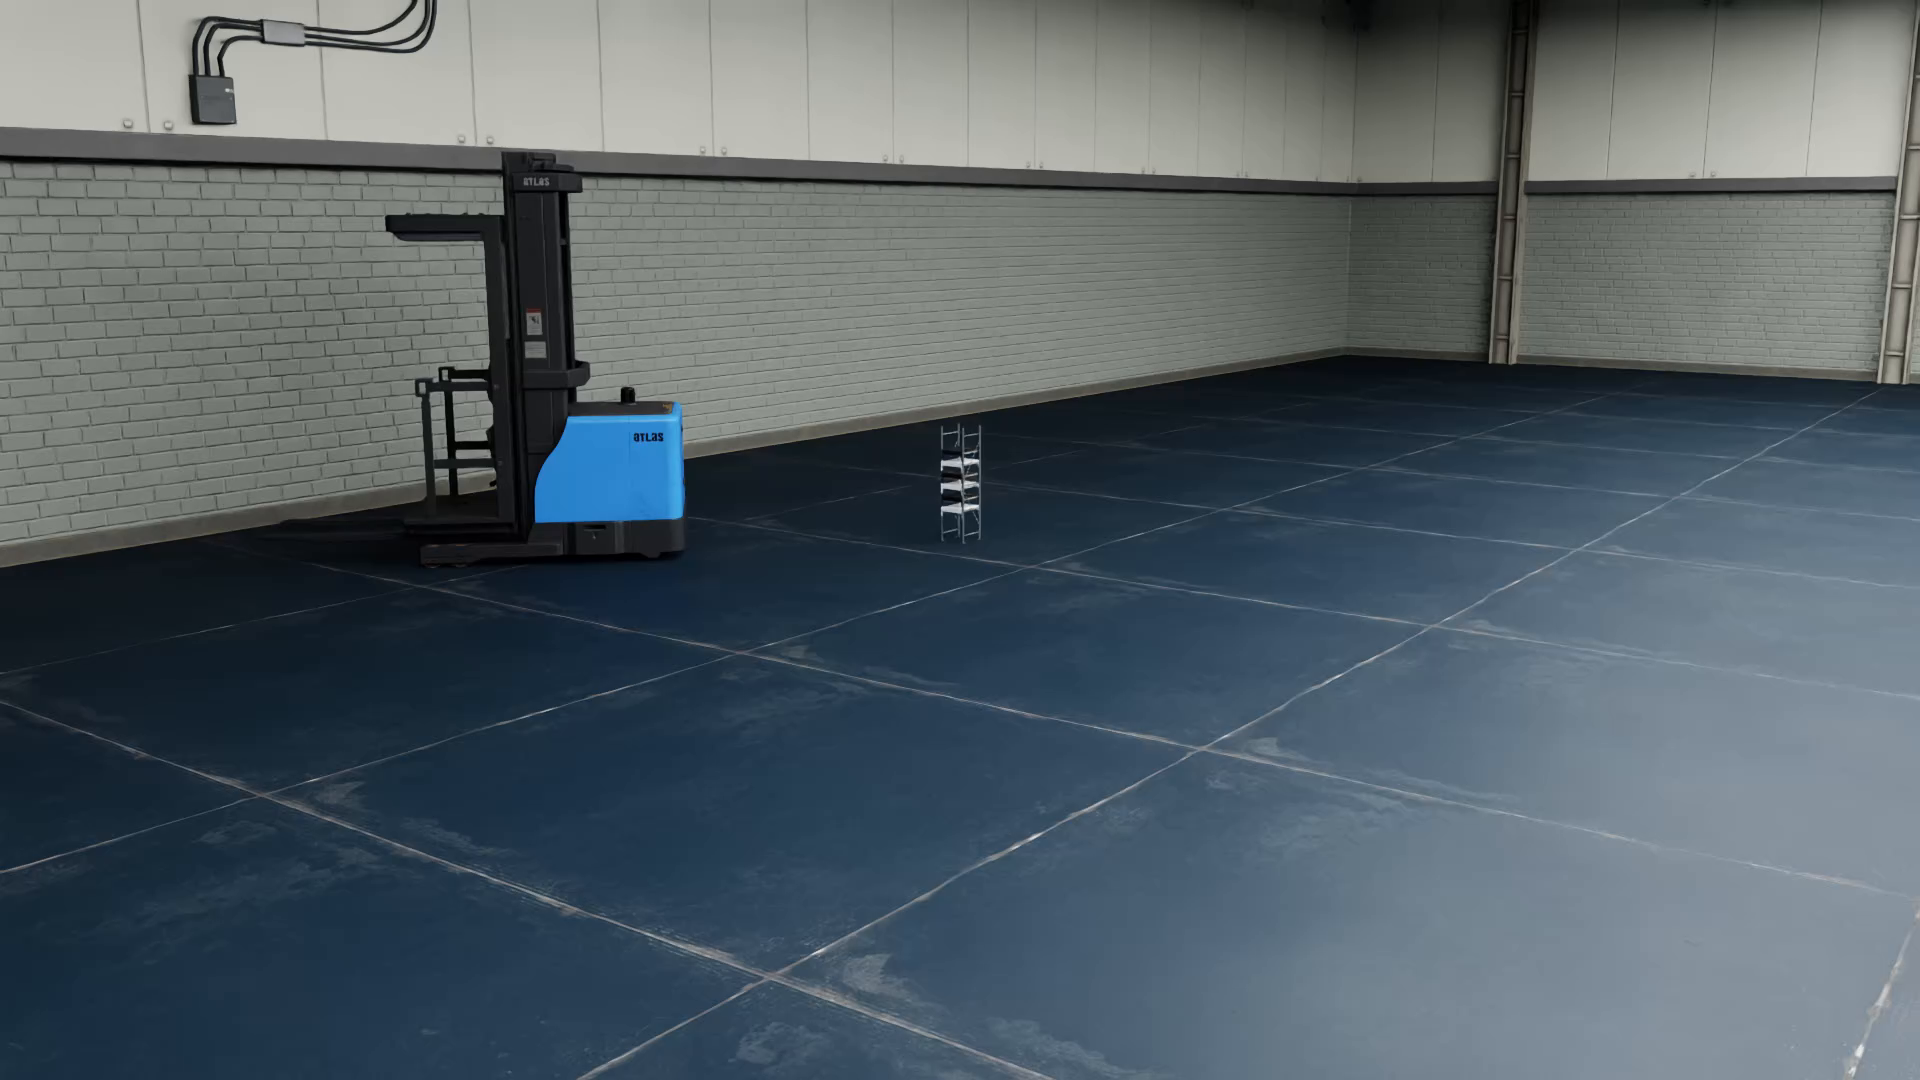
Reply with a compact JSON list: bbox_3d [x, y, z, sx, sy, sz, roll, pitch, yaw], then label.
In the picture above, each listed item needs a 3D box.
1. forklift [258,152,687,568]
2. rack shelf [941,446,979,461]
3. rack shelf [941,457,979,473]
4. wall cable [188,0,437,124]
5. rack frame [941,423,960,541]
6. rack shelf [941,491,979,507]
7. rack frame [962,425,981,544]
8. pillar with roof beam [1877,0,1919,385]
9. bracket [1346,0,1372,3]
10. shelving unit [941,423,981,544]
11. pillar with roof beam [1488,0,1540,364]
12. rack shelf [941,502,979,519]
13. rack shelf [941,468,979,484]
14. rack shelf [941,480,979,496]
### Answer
[{"bbox_3d":[-3.595,-1.343,12.255,3.031,2.935,1.130,-2,11,-8],"label":"forklift"},{"bbox_3d":[0.007,-0.673,12.895,0.200,0.077,0.258,8,13,36],"label":"rack shelf"},{"bbox_3d":[0.007,-0.585,12.912,0.200,0.077,0.258,8,13,36],"label":"rack shelf"},{"bbox_3d":[-5.167,-6.328,13.092,0.169,6.003,2.305,8,13,36],"label":"wall cable"},{"bbox_3d":[-0.075,-0.452,12.999,0.006,0.900,0.240,8,13,36],"label":"rack frame"},{"bbox_3d":[0.007,-0.320,12.963,0.200,0.077,0.258,8,13,36],"label":"rack shelf"},{"bbox_3d":[0.088,-0.429,12.880,0.006,0.900,0.240,8,13,36],"label":"rack frame"},{"bbox_3d":[11.726,-6.161,21.186,0.400,9.000,9.100,8,13,36],"label":"pillar with roof beam"},{"bbox_3d":[6.983,-9.521,29.075,0.430,0.232,0.235,8,13,36],"label":"bracket"},{"bbox_3d":[0.007,-0.441,12.939,0.210,0.900,0.258,8,13,36],"label":"shelving unit"},{"bbox_3d":[6.890,-6.836,24.673,0.548,9.000,9.100,8,13,36],"label":"pillar with roof beam"},{"bbox_3d":[0.007,-0.231,12.980,0.200,0.077,0.258,8,13,36],"label":"rack shelf"},{"bbox_3d":[0.007,-0.497,12.929,0.200,0.077,0.258,8,13,36],"label":"rack shelf"},{"bbox_3d":[0.007,-0.408,12.946,0.200,0.077,0.258,8,13,36],"label":"rack shelf"}]
